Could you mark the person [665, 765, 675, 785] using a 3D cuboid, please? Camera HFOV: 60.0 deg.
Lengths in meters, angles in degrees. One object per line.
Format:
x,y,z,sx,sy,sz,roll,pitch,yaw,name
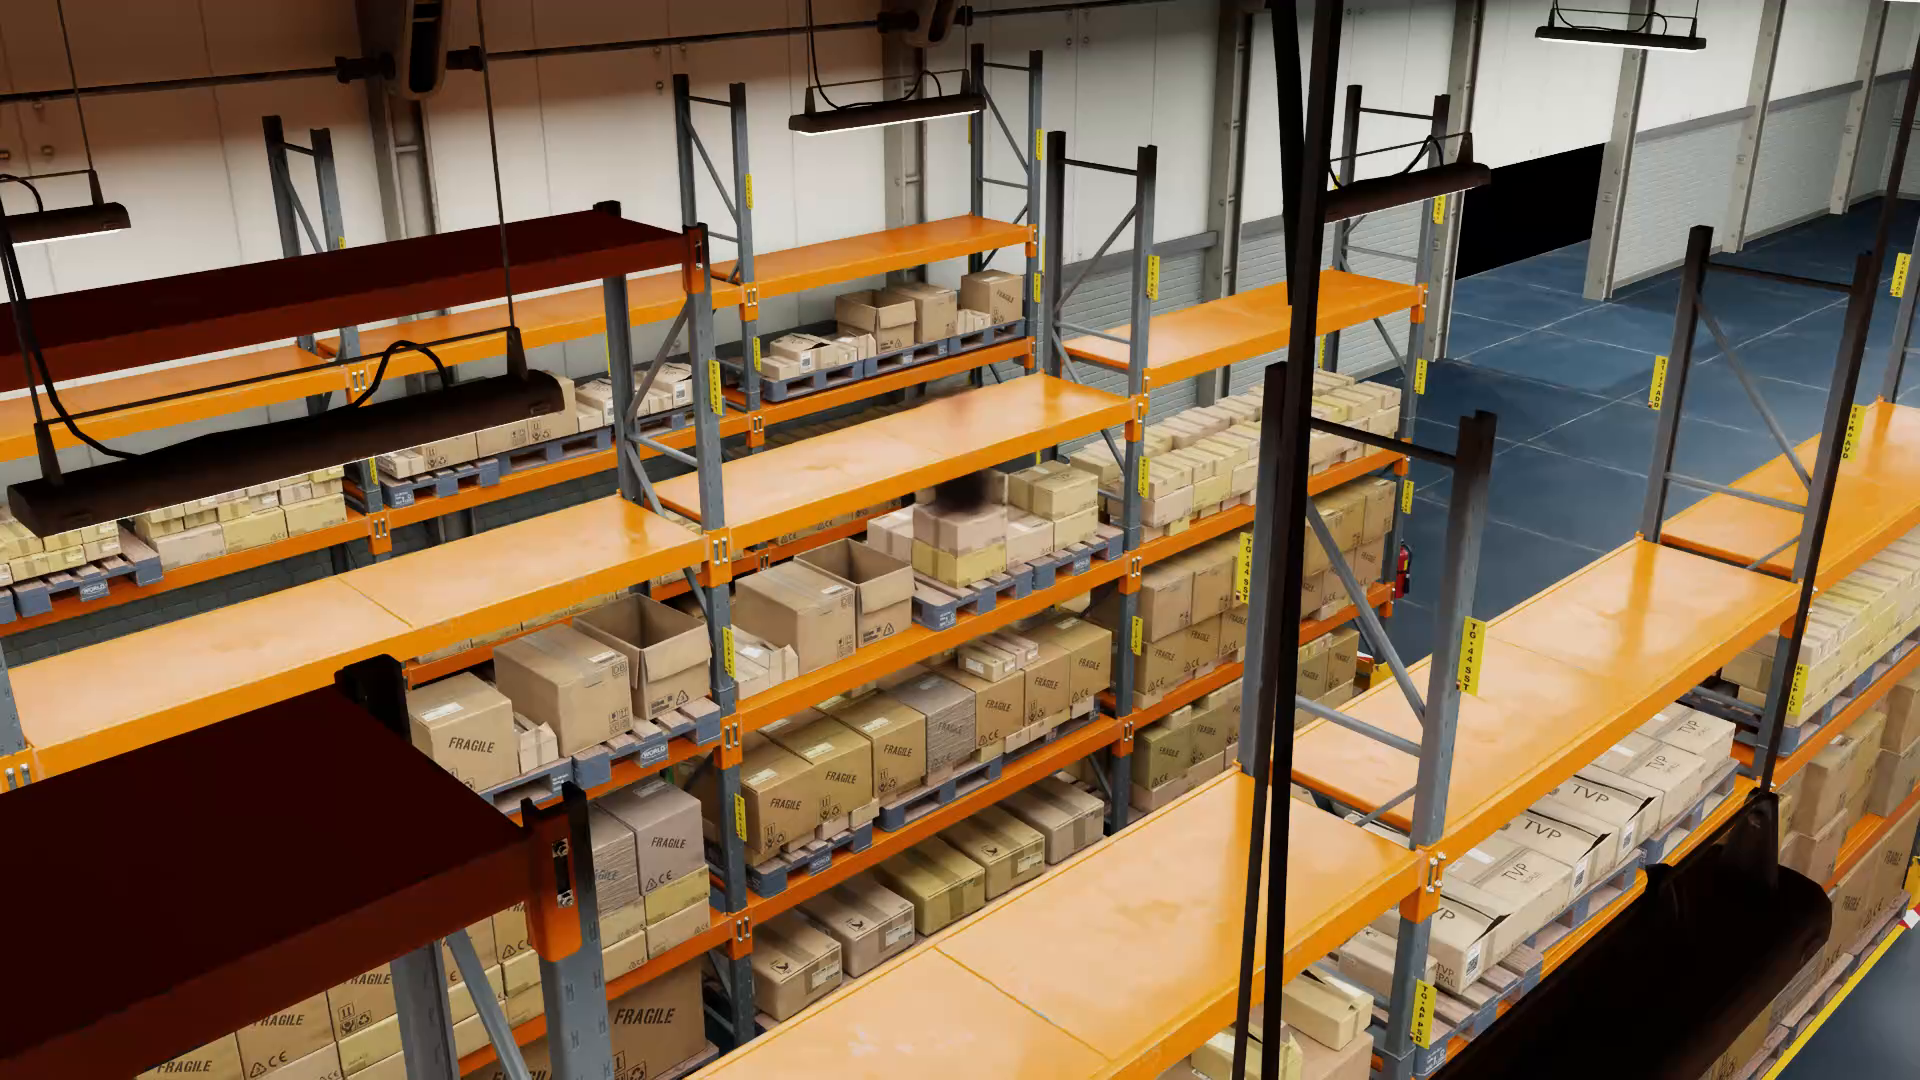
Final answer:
-2.240,1.874,14.054,0.684,1.760,0.654,-19,29,-39,person
